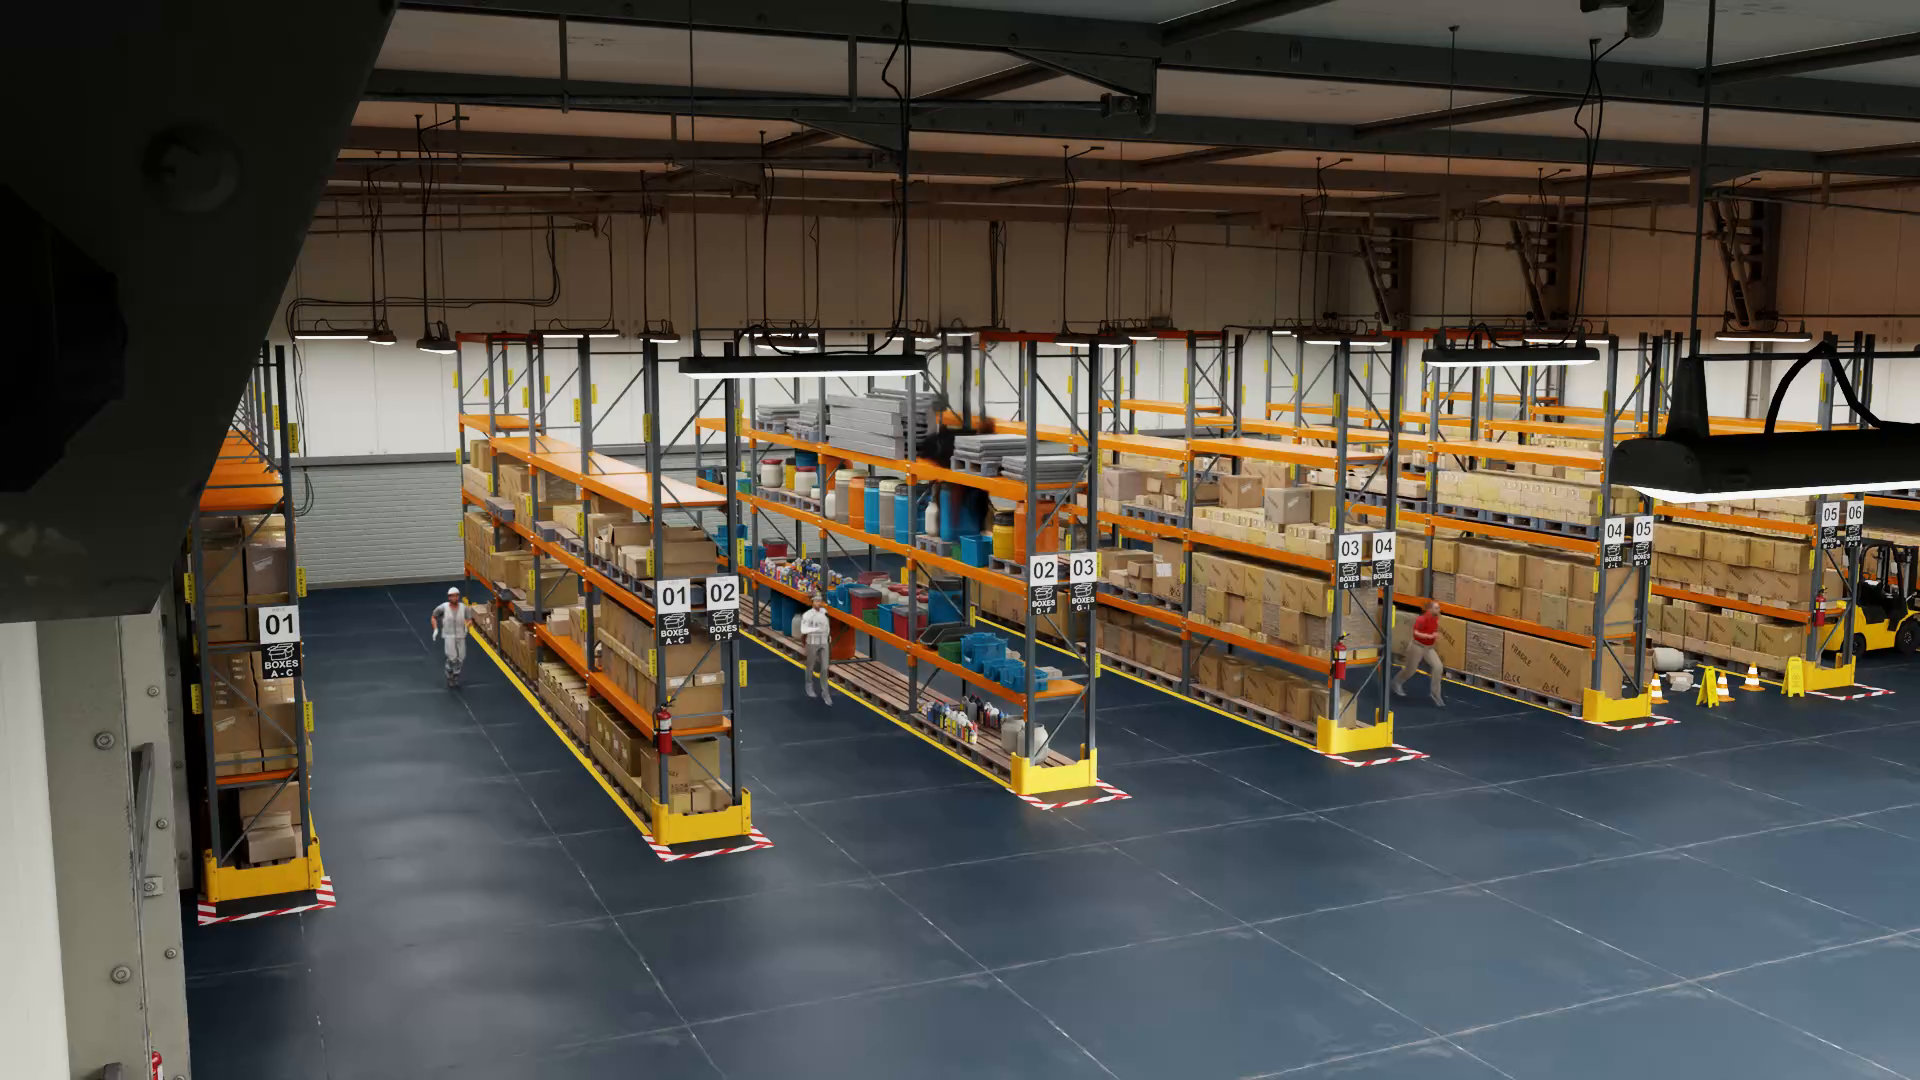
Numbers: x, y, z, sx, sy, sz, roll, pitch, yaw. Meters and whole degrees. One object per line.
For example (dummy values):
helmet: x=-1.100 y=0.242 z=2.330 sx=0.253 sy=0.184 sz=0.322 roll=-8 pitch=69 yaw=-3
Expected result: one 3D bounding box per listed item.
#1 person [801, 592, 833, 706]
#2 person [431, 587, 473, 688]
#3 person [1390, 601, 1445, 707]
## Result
person: x=-2.237 y=1.687 z=26.210 sx=0.596 sy=1.770 sz=0.694 roll=-4 pitch=9 yaw=-27
person: x=-8.556 y=1.662 z=28.117 sx=0.654 sy=1.739 sz=0.739 roll=-5 pitch=9 yaw=-30
person: x=7.530 y=1.834 z=27.310 sx=0.658 sy=1.752 sz=1.015 roll=-6 pitch=10 yaw=-36
